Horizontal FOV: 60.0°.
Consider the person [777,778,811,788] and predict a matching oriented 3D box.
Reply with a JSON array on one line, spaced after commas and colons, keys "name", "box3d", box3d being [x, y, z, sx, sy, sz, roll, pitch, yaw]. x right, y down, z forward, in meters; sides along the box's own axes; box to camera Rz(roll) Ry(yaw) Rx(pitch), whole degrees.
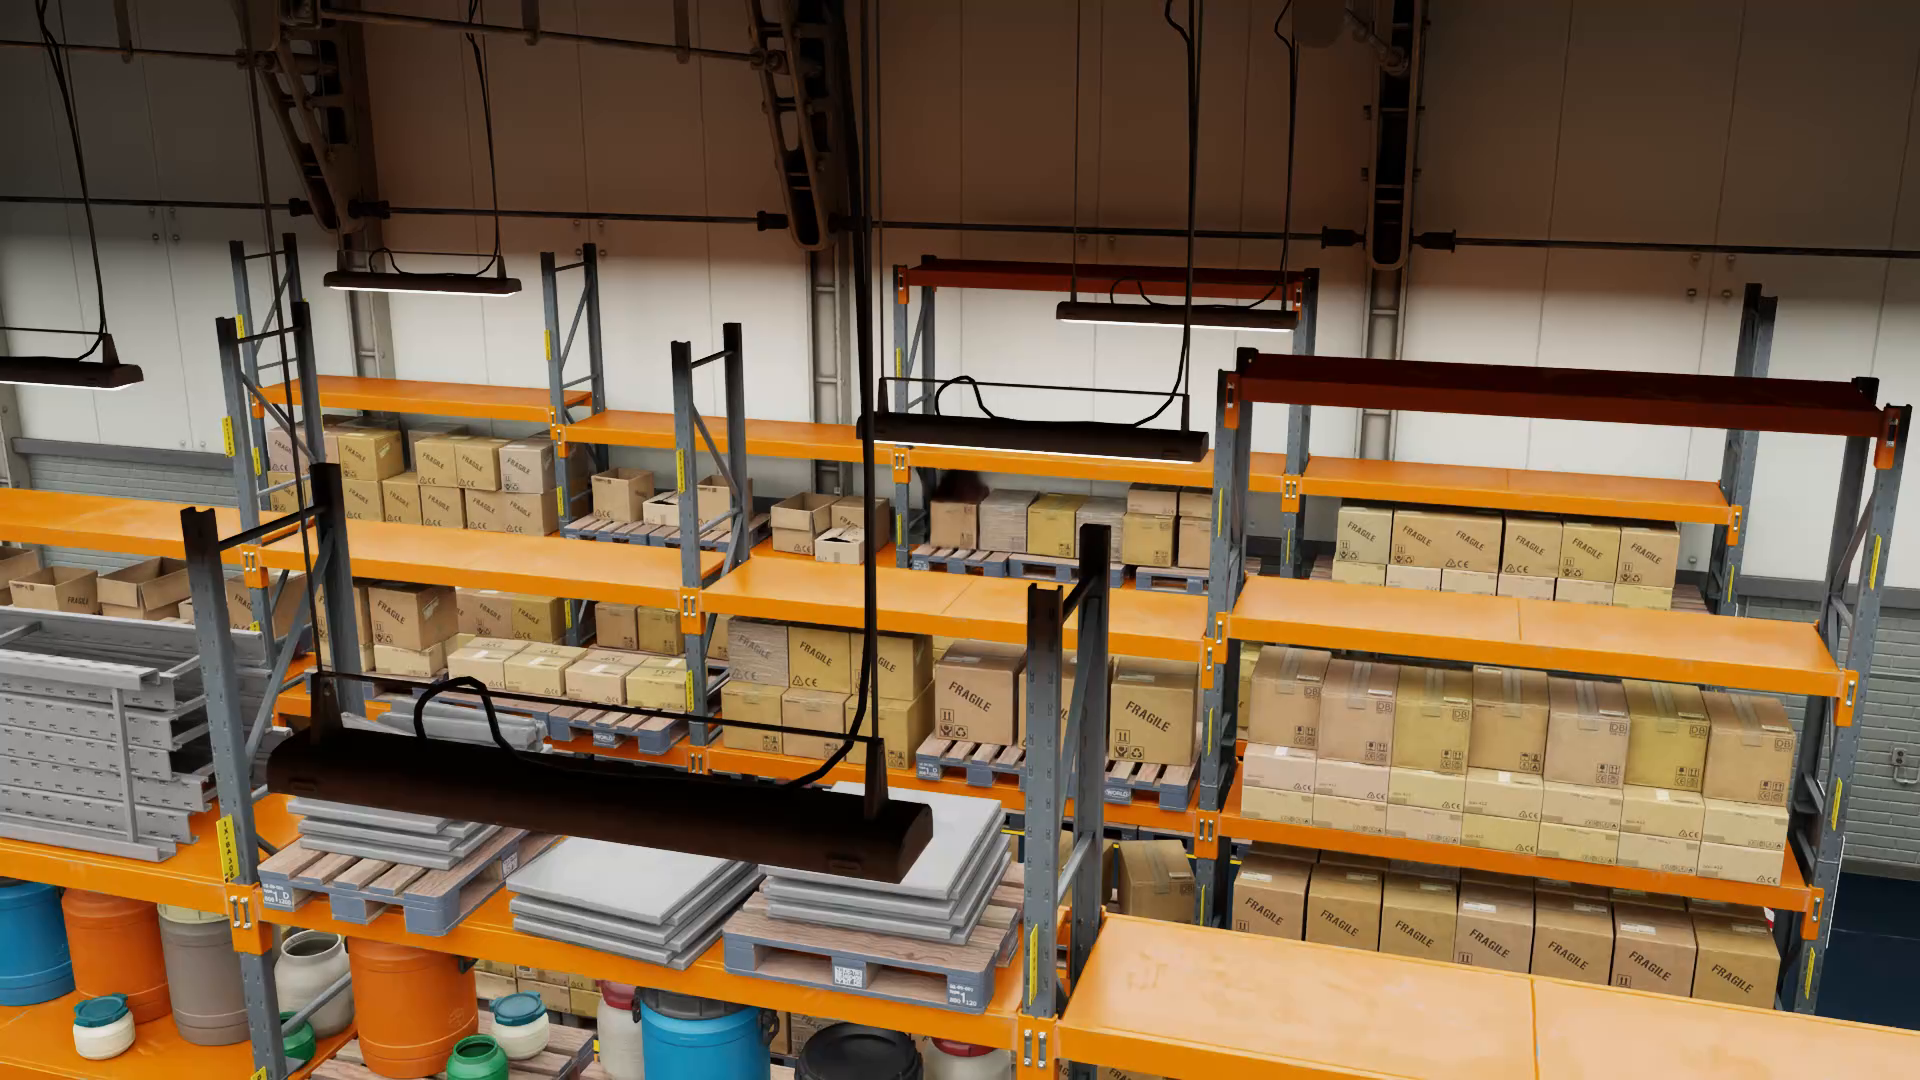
[{"name": "person", "box3d": [-1.744, 2.214, 17.359, 0.474, 1.676, 0.399, -1, 16, -3]}]
